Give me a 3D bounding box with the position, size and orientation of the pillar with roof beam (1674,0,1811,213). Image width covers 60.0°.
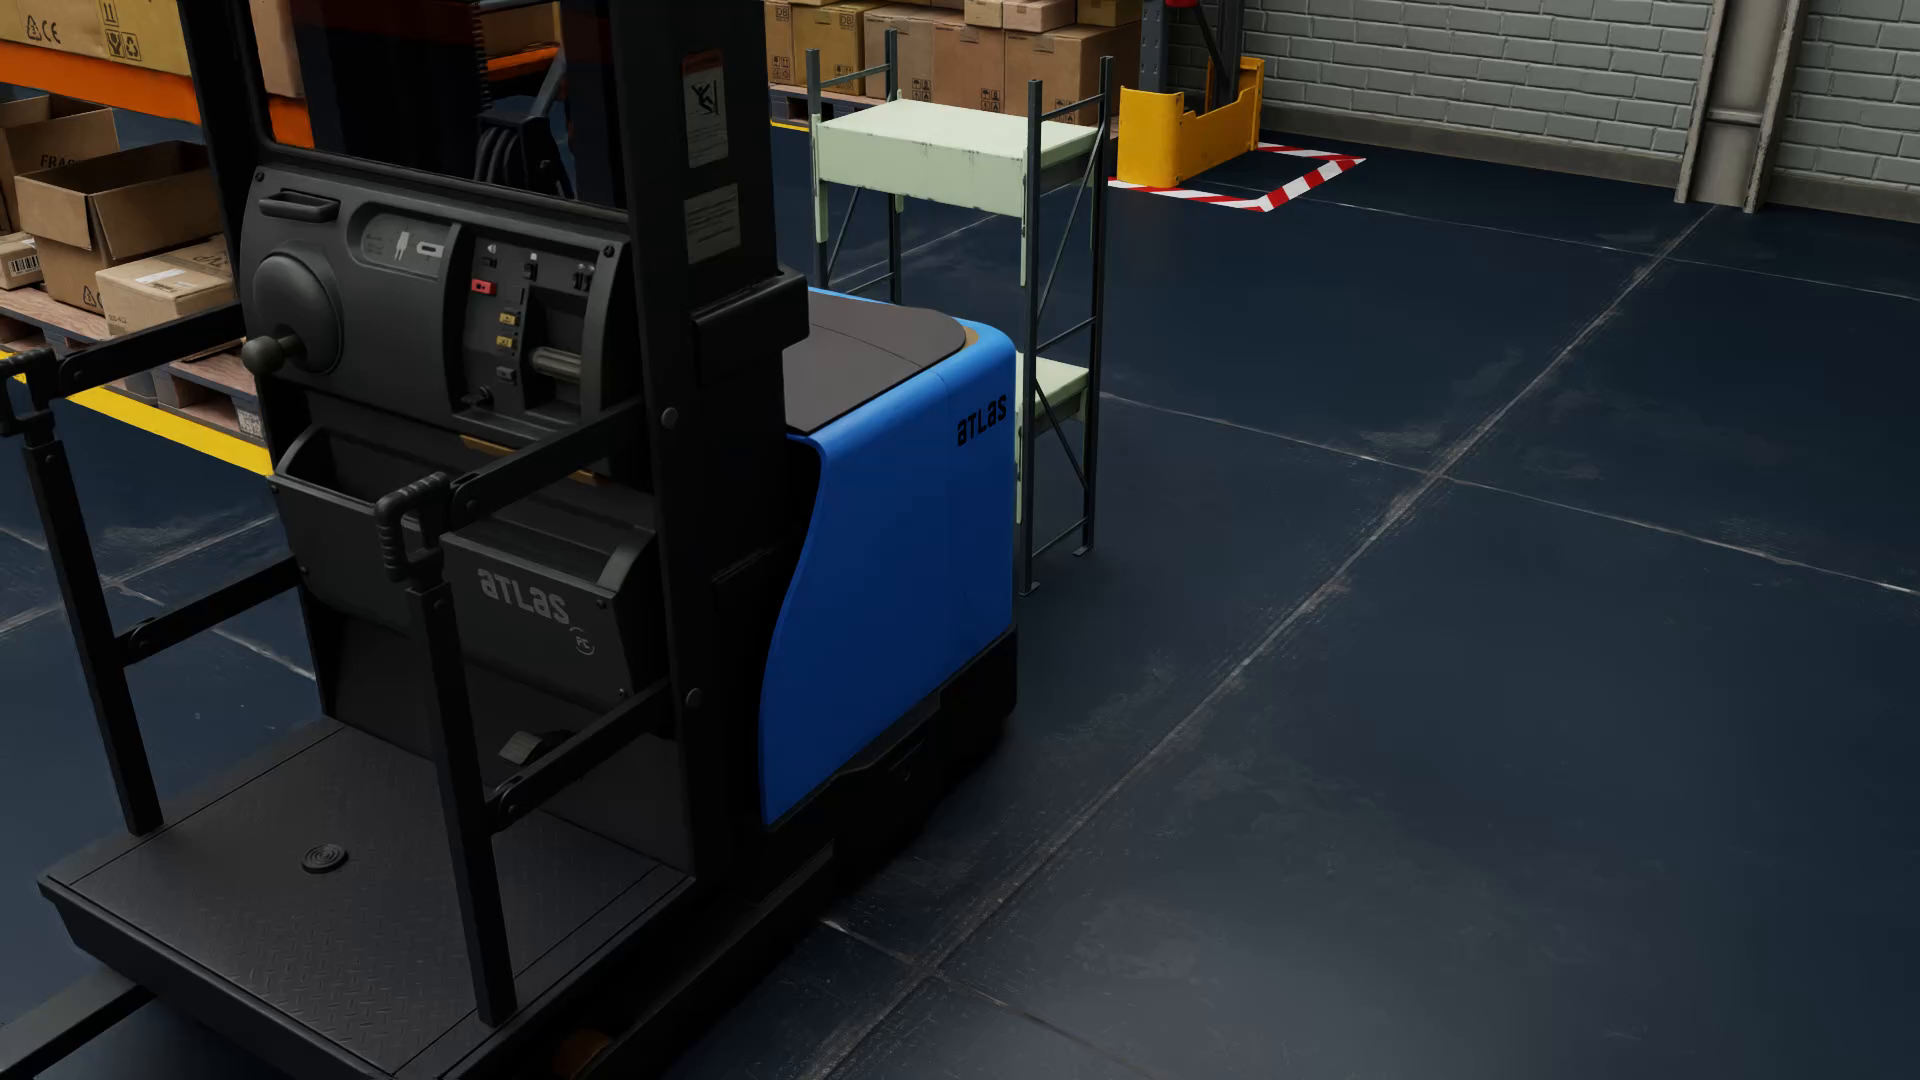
[{"bbox_3d":[1.566,-4.187,3.555,0.400,9.000,9.100,17,32,30],"label":"pillar with roof beam"}]

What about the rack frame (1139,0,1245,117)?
[{"bbox_3d":[1.288,-3.492,8.805,0.127,3.000,1.000,17,32,30],"label":"rack frame"}]

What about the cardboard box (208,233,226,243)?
[{"bbox_3d":[-2.625,-1.112,6.675,0.500,0.250,0.500,17,32,30],"label":"cardboard box"}]

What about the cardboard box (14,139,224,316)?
[{"bbox_3d":[-3.259,-1.269,6.705,0.637,0.503,0.797,17,32,30],"label":"cardboard box"}]

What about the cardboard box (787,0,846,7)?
[{"bbox_3d":[-0.841,-3.361,10.125,0.250,0.149,0.380,16,31,29],"label":"cardboard box"}]

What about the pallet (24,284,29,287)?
[{"bbox_3d":[-4.245,-1.247,7.468,1.213,0.211,1.003,17,32,30],"label":"pallet"}]

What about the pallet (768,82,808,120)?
[{"bbox_3d":[-1.426,-3.052,11.015,1.213,0.211,1.003,17,32,30],"label":"pallet"}]

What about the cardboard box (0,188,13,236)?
[{"bbox_3d":[-4.587,-1.476,7.322,0.500,0.311,0.500,17,32,30],"label":"cardboard box"}]

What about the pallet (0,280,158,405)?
[{"bbox_3d":[-3.235,-0.934,6.853,1.213,0.211,1.003,17,32,30],"label":"pallet"}]

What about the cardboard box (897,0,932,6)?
[{"bbox_3d":[-0.175,-3.364,10.132,0.250,0.149,0.380,18,32,31],"label":"cardboard box"}]

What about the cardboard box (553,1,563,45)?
[{"bbox_3d":[-2.618,-3.867,11.448,0.750,0.750,0.750,18,32,31],"label":"cardboard box"}]

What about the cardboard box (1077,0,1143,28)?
[{"bbox_3d":[0.871,-3.040,9.493,0.250,0.149,0.380,18,32,31],"label":"cardboard box"}]

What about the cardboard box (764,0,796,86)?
[{"bbox_3d":[-1.038,-3.232,10.587,0.500,0.500,0.700,17,32,30],"label":"cardboard box"}]

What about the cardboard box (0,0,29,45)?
[{"bbox_3d":[-3.289,-2.089,5.937,0.500,0.500,0.500,17,31,30],"label":"cardboard box"}]

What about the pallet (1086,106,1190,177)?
[{"bbox_3d":[0.585,-2.426,9.784,1.213,0.211,1.003,17,32,30],"label":"pallet"}]

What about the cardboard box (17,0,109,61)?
[{"bbox_3d":[-2.874,-1.959,5.682,0.500,0.500,0.500,18,32,31],"label":"cardboard box"}]

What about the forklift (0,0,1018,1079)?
[{"bbox_3d":[-1.068,-0.391,2.787,1.130,2.935,3.031,16,31,28],"label":"forklift"}]

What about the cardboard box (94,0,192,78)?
[{"bbox_3d":[-2.466,-1.829,5.427,0.500,0.500,0.500,18,32,31],"label":"cardboard box"}]

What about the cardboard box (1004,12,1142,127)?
[{"bbox_3d":[0.655,-2.708,9.557,0.500,0.500,0.700,17,32,30],"label":"cardboard box"}]

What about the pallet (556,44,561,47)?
[{"bbox_3d":[-2.687,-3.447,11.790,1.213,0.211,1.003,17,32,30],"label":"pallet"}]

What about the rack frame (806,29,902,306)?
[{"bbox_3d":[-0.307,-0.764,5.098,0.023,1.500,0.400,17,32,30],"label":"rack frame"}]

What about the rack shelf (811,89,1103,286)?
[{"bbox_3d":[-0.006,-1.018,4.736,0.720,0.370,0.431,17,32,30],"label":"rack shelf"}]

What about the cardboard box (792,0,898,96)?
[{"bbox_3d":[-0.616,-3.099,10.326,0.500,0.500,0.700,18,32,31],"label":"cardboard box"}]

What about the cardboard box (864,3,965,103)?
[{"bbox_3d":[-0.173,-2.965,10.062,0.500,0.500,0.700,16,31,29],"label":"cardboard box"}]

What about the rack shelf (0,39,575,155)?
[{"bbox_3d":[-3.162,-1.832,6.336,4.000,0.370,1.077,17,32,30],"label":"rack shelf"}]

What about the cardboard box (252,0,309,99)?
[{"bbox_3d":[-2.036,-1.697,5.167,0.500,0.500,0.500,18,32,32],"label":"cardboard box"}]

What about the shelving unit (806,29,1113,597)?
[{"bbox_3d":[-0.006,-0.670,4.913,0.755,1.500,0.431,17,32,30],"label":"shelving unit"}]

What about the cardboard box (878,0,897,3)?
[{"bbox_3d":[-0.383,-3.430,10.260,0.250,0.149,0.380,17,31,29],"label":"cardboard box"}]

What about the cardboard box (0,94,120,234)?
[{"bbox_3d":[-4.180,-1.708,7.571,0.500,0.500,0.500,17,32,30],"label":"cardboard box"}]

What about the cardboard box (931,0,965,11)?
[{"bbox_3d":[0.037,-3.299,10.003,0.250,0.149,0.380,18,32,31],"label":"cardboard box"}]

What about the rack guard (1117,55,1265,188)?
[{"bbox_3d":[1.308,-2.372,9.360,0.348,0.500,1.175,17,32,30],"label":"rack guard"}]

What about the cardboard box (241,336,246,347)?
[{"bbox_3d":[-2.384,-0.758,6.071,0.250,0.166,0.380,17,32,30],"label":"cardboard box"}]

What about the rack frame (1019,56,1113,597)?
[{"bbox_3d":[0.296,-0.576,4.729,0.023,1.500,0.400,17,32,30],"label":"rack frame"}]

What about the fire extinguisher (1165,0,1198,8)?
[{"bbox_3d":[1.151,-3.080,8.492,0.183,0.674,0.296,17,32,30],"label":"fire extinguisher"}]

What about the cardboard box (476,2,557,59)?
[{"bbox_3d":[-1.730,-1.896,5.559,0.500,0.500,0.500,18,32,31],"label":"cardboard box"}]

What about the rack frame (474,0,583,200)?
[{"bbox_3d":[-1.513,-1.639,5.164,0.127,3.000,1.000,17,32,30],"label":"rack frame"}]

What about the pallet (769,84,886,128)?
[{"bbox_3d":[-0.416,-2.739,10.400,1.213,0.211,1.003,17,32,30],"label":"pallet"}]

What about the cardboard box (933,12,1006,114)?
[{"bbox_3d":[0.242,-2.836,9.809,0.500,0.500,0.700,17,32,30],"label":"cardboard box"}]

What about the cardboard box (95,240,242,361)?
[{"bbox_3d":[-2.867,-0.913,6.283,0.500,0.250,0.500,17,32,30],"label":"cardboard box"}]

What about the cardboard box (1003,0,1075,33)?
[{"bbox_3d":[0.446,-2.962,9.340,0.250,0.149,0.380,17,31,30],"label":"cardboard box"}]

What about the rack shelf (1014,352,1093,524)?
[{"bbox_3d":[-0.006,-0.380,5.061,0.720,0.370,0.431,17,32,30],"label":"rack shelf"}]

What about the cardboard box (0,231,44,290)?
[{"bbox_3d":[-3.868,-1.193,6.925,0.250,0.166,0.380,17,32,30],"label":"cardboard box"}]

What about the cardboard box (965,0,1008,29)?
[{"bbox_3d":[0.235,-3.027,9.469,0.250,0.149,0.380,18,32,32],"label":"cardboard box"}]

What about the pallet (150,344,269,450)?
[{"bbox_3d":[-2.233,-0.620,6.237,1.213,0.211,1.003,17,32,30],"label":"pallet"}]

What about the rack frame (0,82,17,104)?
[{"bbox_3d":[-4.810,-2.667,7.182,0.127,3.000,1.000,17,32,30],"label":"rack frame"}]
